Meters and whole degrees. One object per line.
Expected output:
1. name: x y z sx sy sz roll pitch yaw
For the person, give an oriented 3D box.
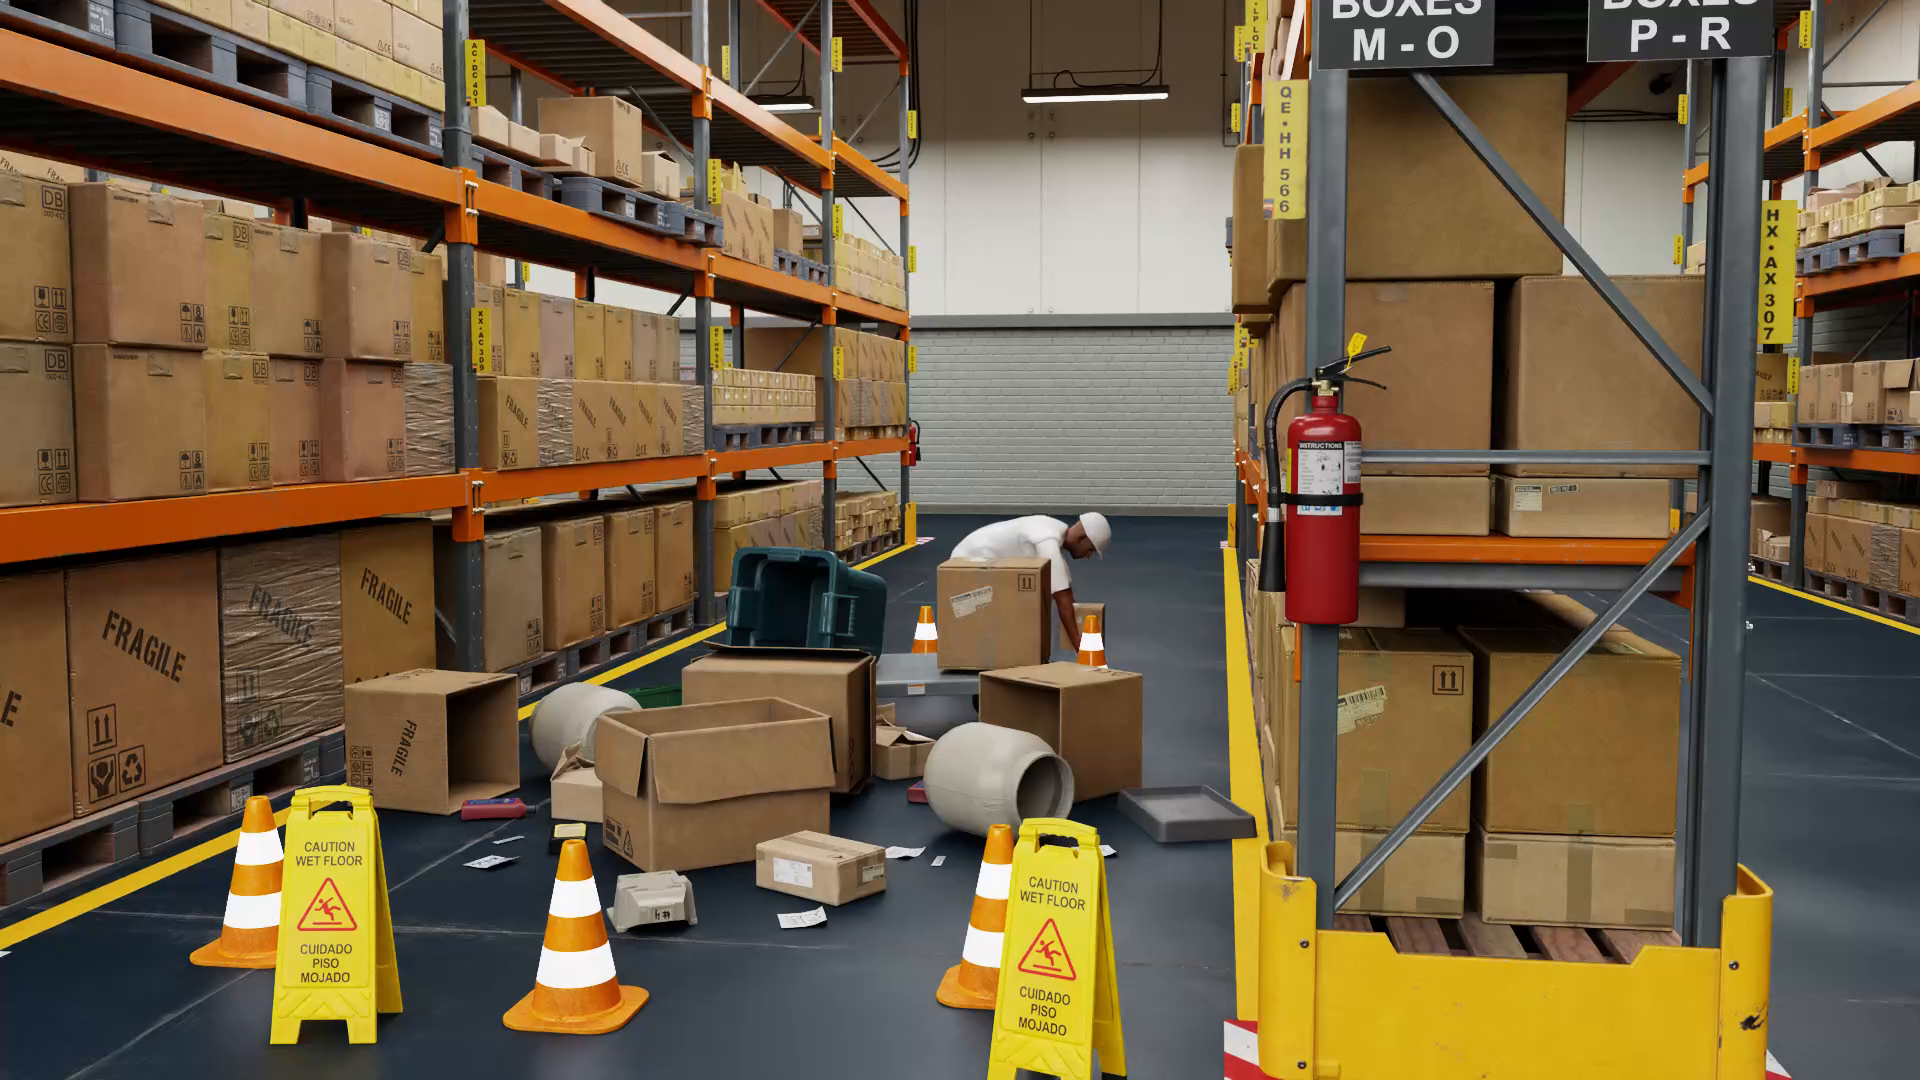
1. person: 0.415 0.342 9.903 0.963 1.022 0.523 0 4 6
